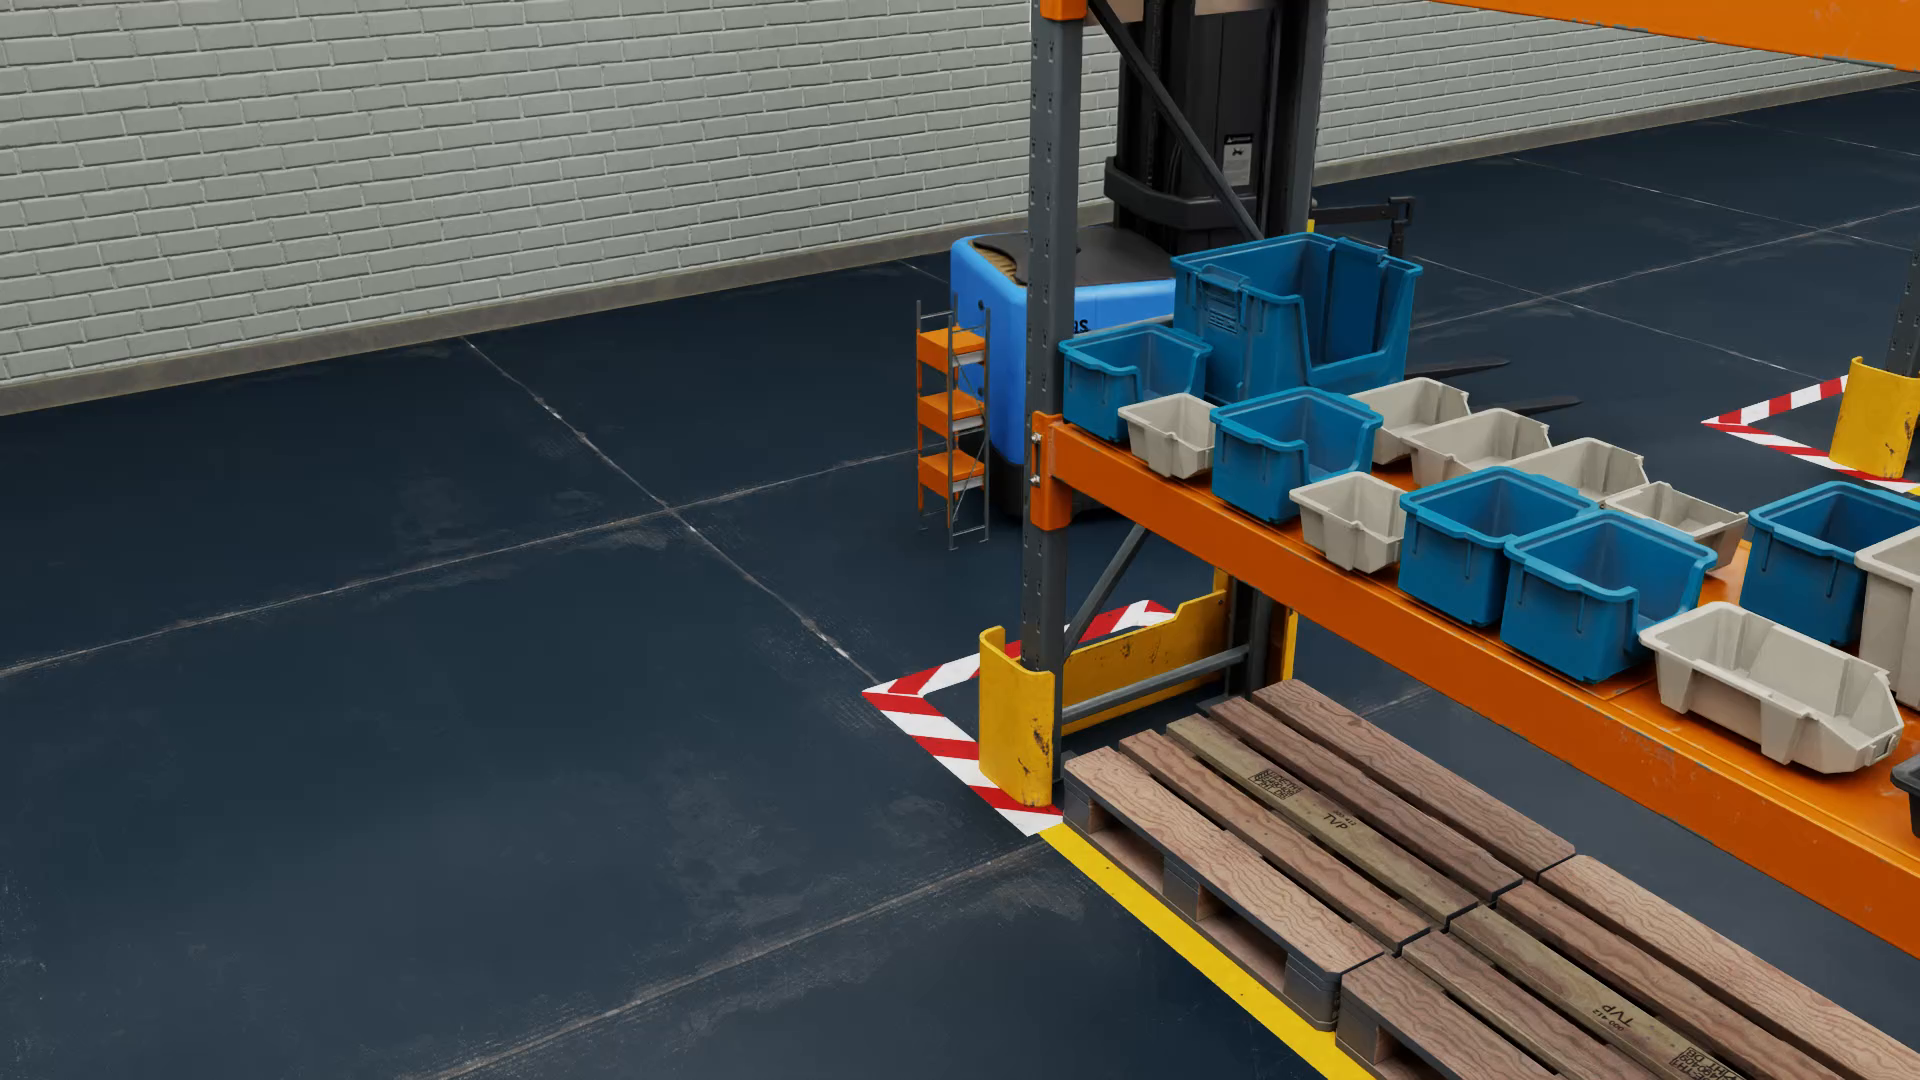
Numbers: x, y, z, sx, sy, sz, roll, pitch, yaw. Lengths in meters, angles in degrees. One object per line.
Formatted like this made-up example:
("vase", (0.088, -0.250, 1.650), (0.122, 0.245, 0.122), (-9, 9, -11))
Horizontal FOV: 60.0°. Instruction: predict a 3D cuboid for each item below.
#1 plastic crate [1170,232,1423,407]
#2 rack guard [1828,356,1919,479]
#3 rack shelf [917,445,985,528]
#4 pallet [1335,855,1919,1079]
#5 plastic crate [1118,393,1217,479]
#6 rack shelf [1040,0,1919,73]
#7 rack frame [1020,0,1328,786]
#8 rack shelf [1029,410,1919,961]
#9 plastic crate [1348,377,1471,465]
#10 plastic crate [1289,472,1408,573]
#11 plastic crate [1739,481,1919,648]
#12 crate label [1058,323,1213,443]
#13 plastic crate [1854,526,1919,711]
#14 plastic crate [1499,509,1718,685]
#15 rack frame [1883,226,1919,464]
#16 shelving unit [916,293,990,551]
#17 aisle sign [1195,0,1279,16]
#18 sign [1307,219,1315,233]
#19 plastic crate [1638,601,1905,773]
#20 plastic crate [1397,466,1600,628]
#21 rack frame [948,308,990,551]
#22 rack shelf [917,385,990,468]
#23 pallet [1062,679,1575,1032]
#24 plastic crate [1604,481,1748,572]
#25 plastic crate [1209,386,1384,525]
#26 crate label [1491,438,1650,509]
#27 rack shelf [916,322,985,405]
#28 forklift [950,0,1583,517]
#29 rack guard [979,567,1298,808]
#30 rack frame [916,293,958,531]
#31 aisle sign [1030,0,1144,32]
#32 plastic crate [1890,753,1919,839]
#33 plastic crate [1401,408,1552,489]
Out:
("plastic crate", (0.985, -0.633, 4.965), (0.616, 0.435, 0.499), (-16, 29, -30))
("rack guard", (4.783, -0.699, 8.144), (1.175, 0.500, 0.348), (-16, 29, -30))
("rack shelf", (-0.029, -0.233, 7.190), (0.215, 0.259, 0.240), (-16, 29, -30))
("pallet", (1.725, 1.335, 4.175), (1.003, 0.211, 1.213), (-16, 29, -30))
("plastic crate", (0.611, -0.275, 4.557), (0.250, 0.136, 0.298), (-16, 29, -30))
("rack shelf", (1.738, -0.982, 3.145), (1.077, 0.370, 4.000), (-16, 29, -30))
("rack frame", (0.646, -0.666, 5.147), (1.000, 3.000, 0.127), (-16, 29, -30))
("rack shelf", (1.738, 0.375, 3.786), (1.077, 0.370, 4.000), (-16, 29, -30))
("plastic crate", (1.243, -0.325, 4.662), (0.396, 0.136, 0.243), (-16, 29, -30))
("plastic crate", (0.981, -0.032, 4.043), (0.250, 0.136, 0.298), (-16, 29, -30))
("plastic crate", (1.982, 0.057, 3.741), (0.416, 0.233, 0.300), (-16, 29, -30))
("crate label", (0.505, -0.453, 4.821), (0.416, 0.233, 0.303), (-16, 29, -30))
("plastic crate", (2.150, 0.202, 3.377), (0.437, 0.282, 0.530), (-16, 29, -30))
("plastic crate", (1.387, 0.126, 3.596), (0.416, 0.233, 0.300), (-16, 29, -30))
("rack frame", (4.796, -1.820, 7.592), (1.000, 3.000, 0.127), (-16, 29, -30))
("shelving unit", (-0.029, -0.494, 7.066), (0.215, 1.050, 0.252), (-16, 29, -30))
("aisle sign", (0.852, -1.936, 4.792), (0.394, 0.787, 0.004), (-16, 29, -30))
("sign", (1.098, -0.874, 5.396), (0.100, 0.325, 0.005), (-16, 29, -30))
("plastic crate", (1.627, 0.304, 3.331), (0.293, 0.136, 0.466), (-16, 29, -30))
("plastic crate", (1.224, 0.018, 3.823), (0.416, 0.233, 0.300), (-16, 29, -30))
("rack frame", (0.037, -0.450, 6.974), (0.200, 1.050, 0.008), (-16, 29, -30))
("rack shelf", (-0.029, -0.484, 7.071), (0.215, 0.259, 0.240), (-16, 29, -30))
("pallet", (1.064, 0.899, 5.099), (1.003, 0.211, 1.213), (-16, 29, -30))
("plastic crate", (1.739, -0.022, 4.022), (0.298, 0.136, 0.250), (-16, 29, -30))
("plastic crate", (0.864, -0.217, 4.322), (0.416, 0.233, 0.300), (-16, 29, -30))
("crate label", (1.561, -0.124, 4.237), (0.396, 0.136, 0.243), (-16, 29, -30))
("rack shelf", (-0.029, -0.741, 6.950), (0.215, 0.259, 0.240), (-16, 29, -30))
("forklift", (1.517, -1.751, 7.527), (3.031, 2.935, 1.130), (-7, 26, -15))
("rack guard", (0.622, 0.459, 5.693), (1.175, 0.500, 0.348), (-16, 29, -30))
("rack frame", (-0.096, -0.538, 7.159), (0.200, 1.050, 0.008), (-16, 29, -30))
("aisle sign", (0.358, -1.798, 4.500), (0.394, 0.787, 0.004), (-16, 29, -30))
("plastic crate", (1.993, 0.524, 2.878), (0.437, 0.125, 0.590), (-16, 29, -30))
("plastic crate", (1.389, -0.218, 4.436), (0.396, 0.136, 0.243), (-16, 29, -30))
